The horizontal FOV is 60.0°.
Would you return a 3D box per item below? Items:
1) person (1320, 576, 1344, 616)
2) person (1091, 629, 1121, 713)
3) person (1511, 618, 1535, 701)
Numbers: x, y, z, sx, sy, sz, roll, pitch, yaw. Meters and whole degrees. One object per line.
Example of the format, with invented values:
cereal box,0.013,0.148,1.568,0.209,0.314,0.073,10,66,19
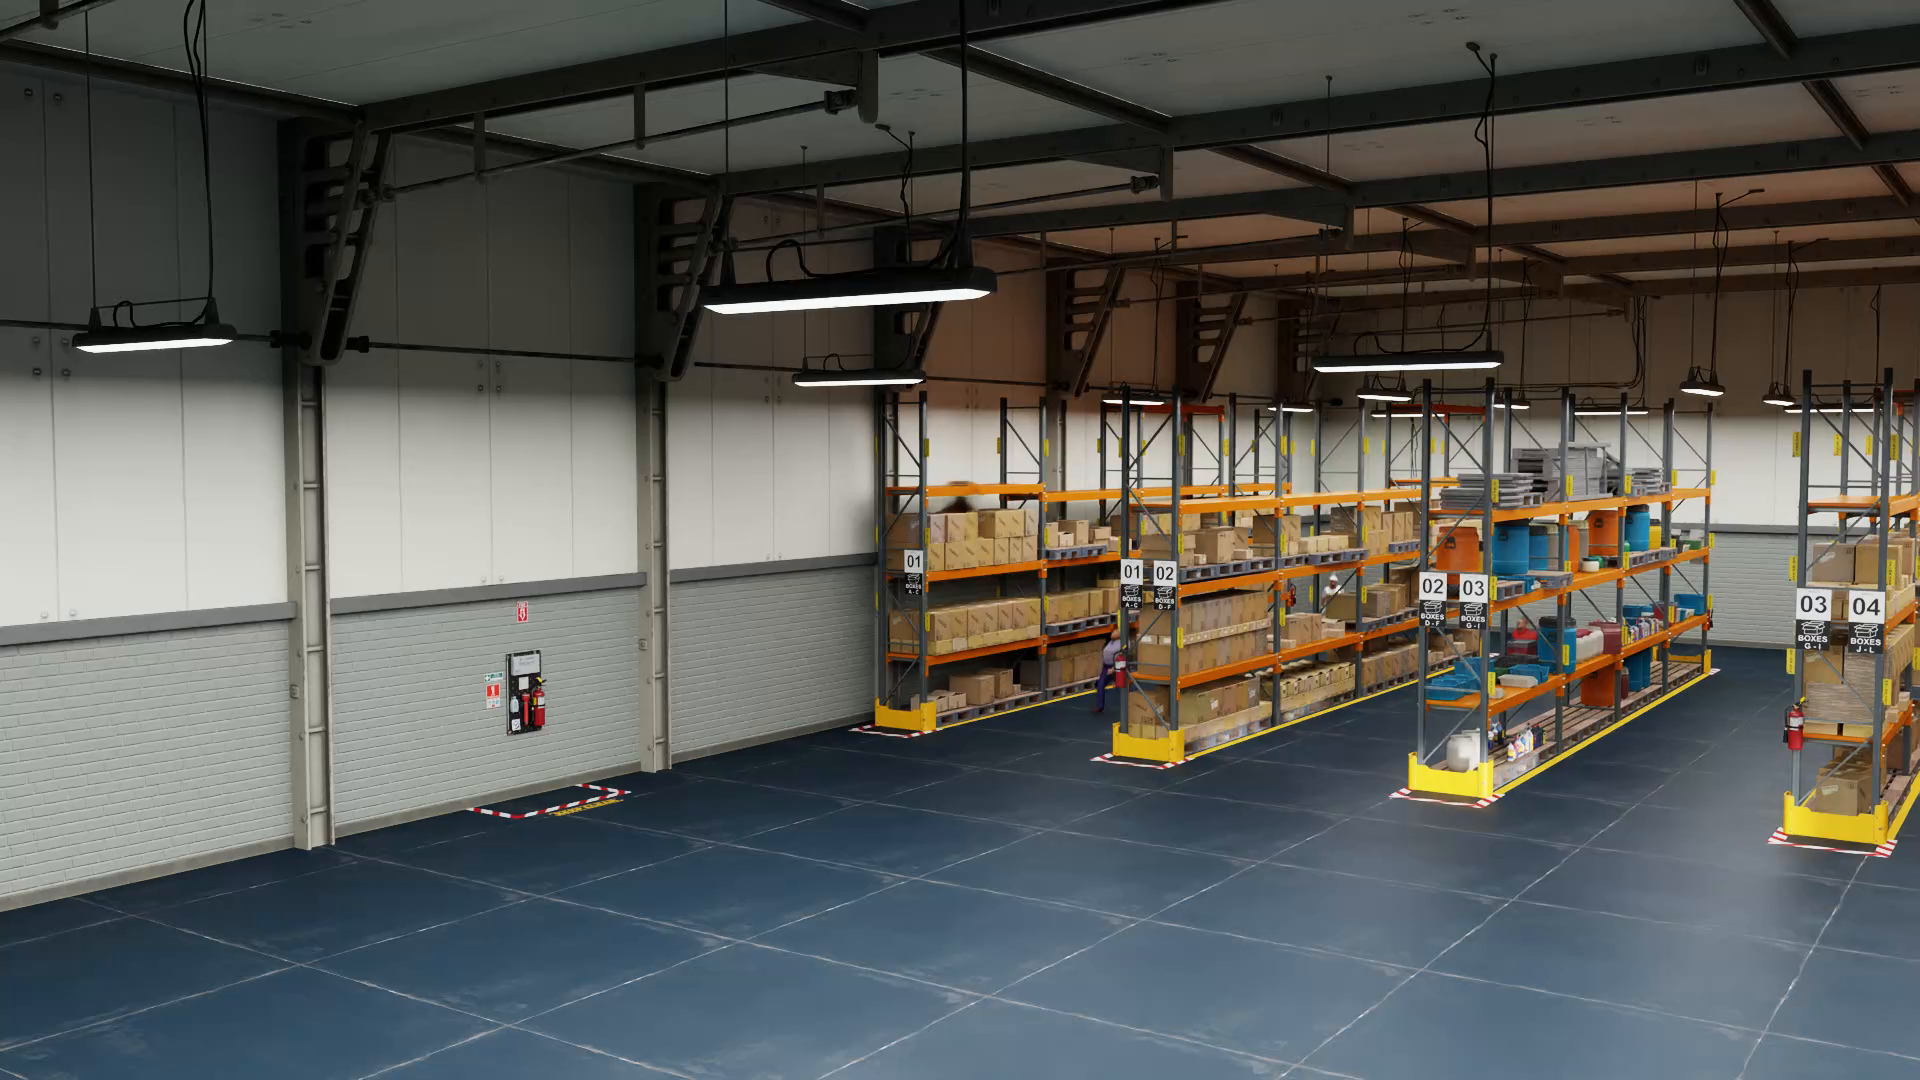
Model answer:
person,9.501,1.790,42.254,0.680,1.747,0.964,1,3,14
person,2.871,2.469,31.352,0.511,1.569,0.908,3,4,44
person,10.947,2.383,32.417,0.546,1.729,0.942,2,4,36
